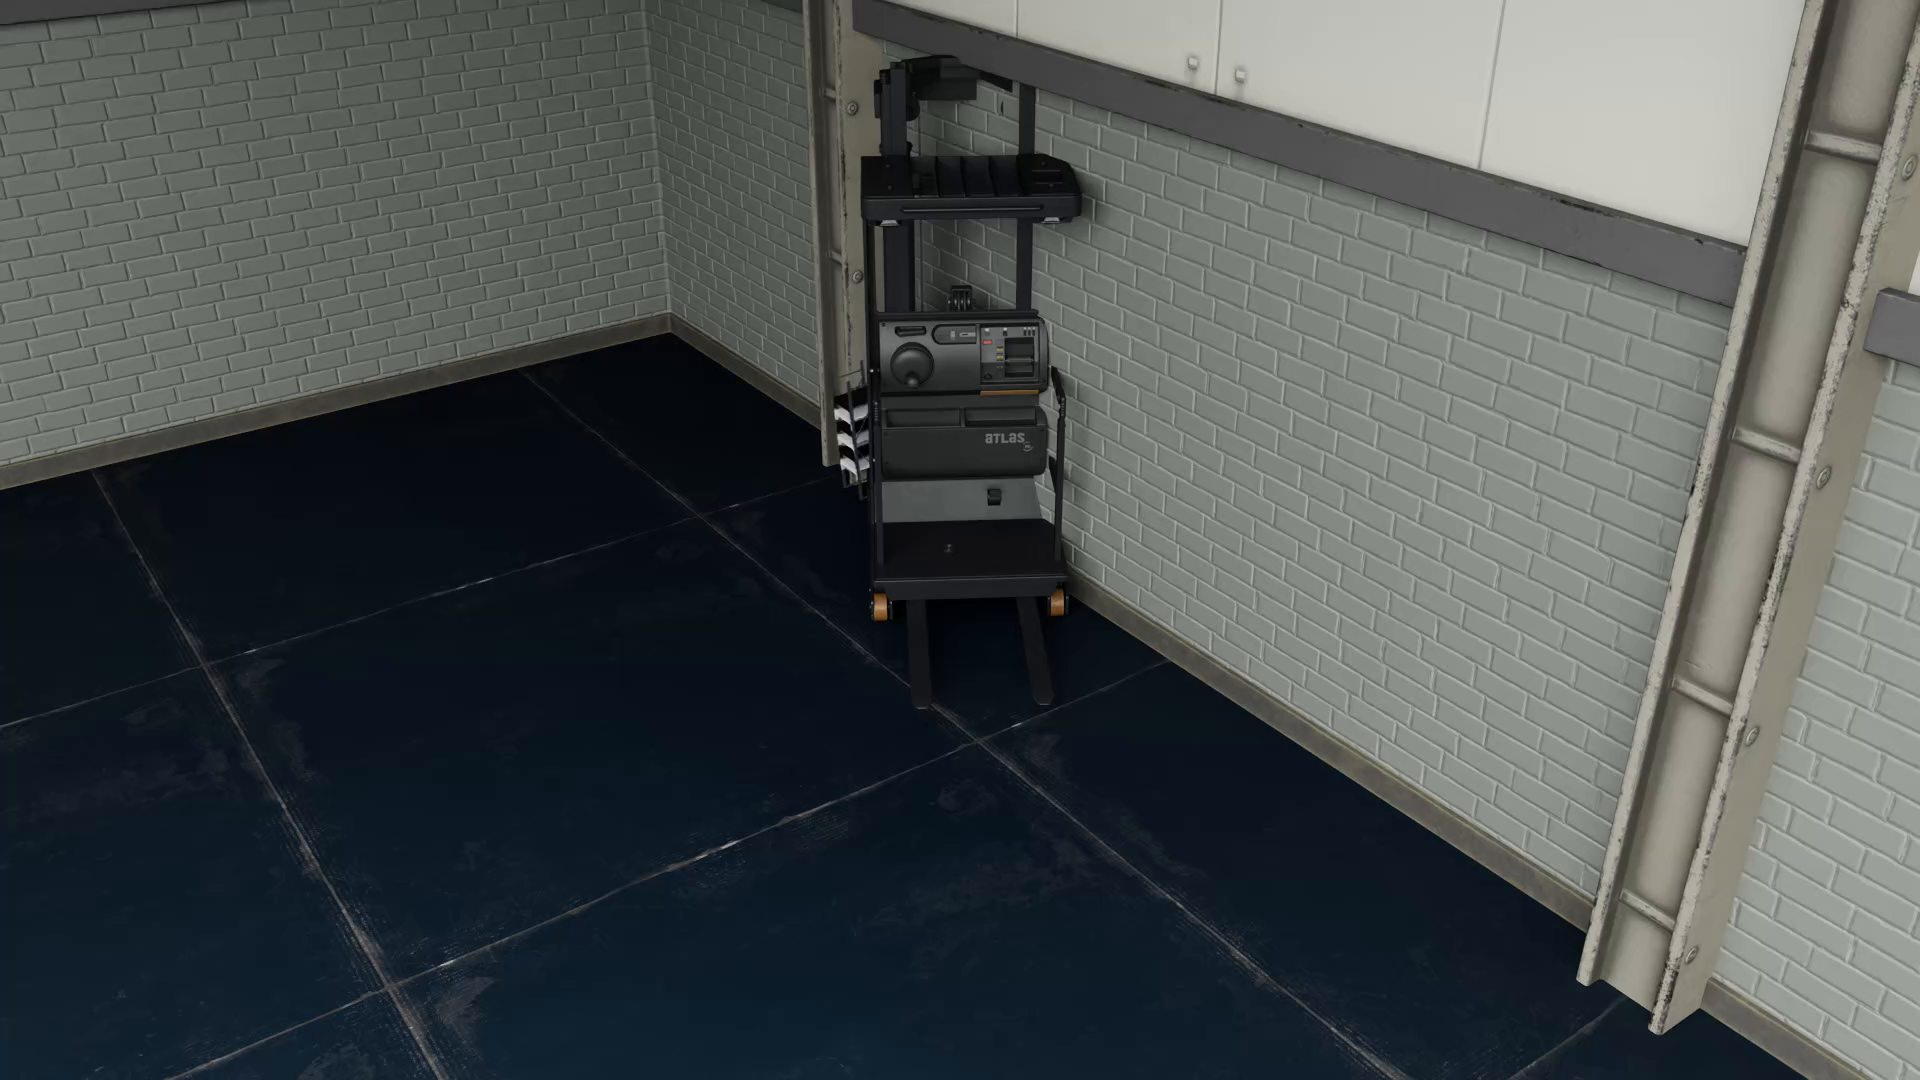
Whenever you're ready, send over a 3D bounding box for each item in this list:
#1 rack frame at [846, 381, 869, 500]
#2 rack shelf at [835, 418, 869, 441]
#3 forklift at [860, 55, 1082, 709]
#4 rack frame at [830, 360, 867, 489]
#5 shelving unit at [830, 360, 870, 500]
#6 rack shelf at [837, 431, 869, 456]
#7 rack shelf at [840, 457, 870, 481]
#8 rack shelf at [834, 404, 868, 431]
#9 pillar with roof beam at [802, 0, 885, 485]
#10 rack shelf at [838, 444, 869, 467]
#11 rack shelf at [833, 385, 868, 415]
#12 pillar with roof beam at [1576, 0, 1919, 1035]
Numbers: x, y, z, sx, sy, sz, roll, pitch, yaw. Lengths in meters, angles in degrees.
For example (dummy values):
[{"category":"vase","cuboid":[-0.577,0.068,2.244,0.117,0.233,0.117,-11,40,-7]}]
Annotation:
[{"category":"rack frame","cuboid":[-0.572,-0.635,10.572,0.240,0.900,0.006,-22,35,-27]},{"category":"rack shelf","cuboid":[-0.633,-0.723,10.617,0.258,0.077,0.200,-22,35,-27]},{"category":"forklift","cuboid":[0.035,-0.988,8.998,1.130,2.935,3.031,-2,29,-3]},{"category":"rack frame","cuboid":[-0.686,-0.714,10.720,0.240,0.900,0.006,-22,35,-27]},{"category":"shelving unit","cuboid":[-0.629,-0.675,10.646,0.258,0.900,0.210,-22,35,-27]},{"category":"rack shelf","cuboid":[-0.627,-0.646,10.663,0.258,0.077,0.200,-22,35,-27]},{"category":"rack shelf","cuboid":[-0.615,-0.492,10.755,0.258,0.077,0.200,-22,35,-27]},{"category":"rack shelf","cuboid":[-0.639,-0.800,10.570,0.258,0.077,0.200,-22,35,-27]},{"category":"pillar with roof beam","cuboid":[-4.195,-3.241,6.789,9.100,9.000,0.400,-19,34,-31]},{"category":"rack shelf","cuboid":[-0.621,-0.569,10.709,0.258,0.077,0.200,-22,35,-27]},{"category":"rack shelf","cuboid":[-0.646,-0.877,10.524,0.258,0.077,0.200,-22,35,-27]},{"category":"pillar with roof beam","cuboid":[-0.714,-0.909,2.494,9.100,9.000,0.400,-19,34,-31]}]
